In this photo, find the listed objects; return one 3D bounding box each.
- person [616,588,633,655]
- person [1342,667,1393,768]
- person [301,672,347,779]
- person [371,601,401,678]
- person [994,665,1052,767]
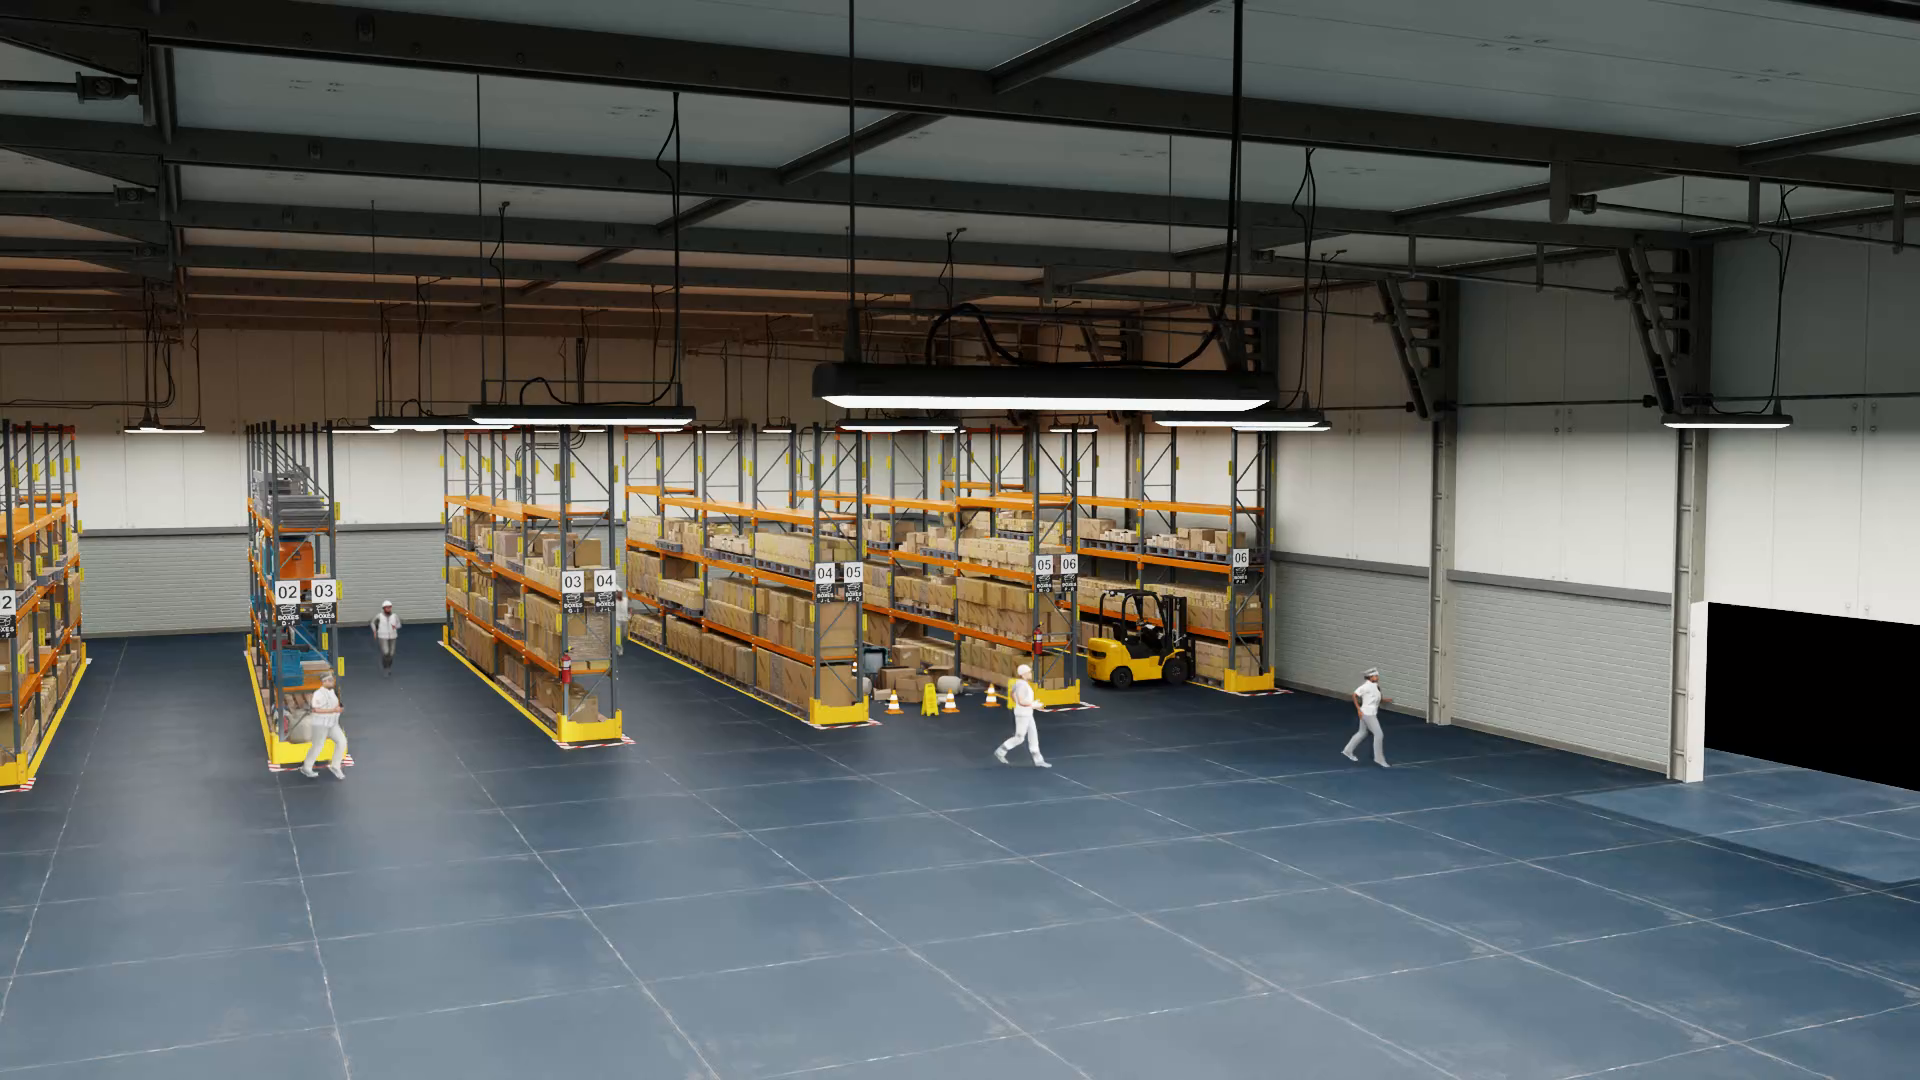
[{"bbox_3d":[-8.927,2.129,43.667,0.675,1.758,0.664,-1,4,-21],"label":"person"},{"bbox_3d":[7.069,3.067,28.849,0.863,1.733,0.547,1,4,22],"label":"person"},{"bbox_3d":[-10.593,3.101,27.776,0.810,1.823,0.610,1,4,16],"label":"person"},{"bbox_3d":[-13.640,2.367,39.610,0.624,1.834,0.759,-3,4,-36],"label":"person"},{"bbox_3d":[1.082,3.026,28.532,1.008,1.778,0.648,1,4,10],"label":"person"}]
